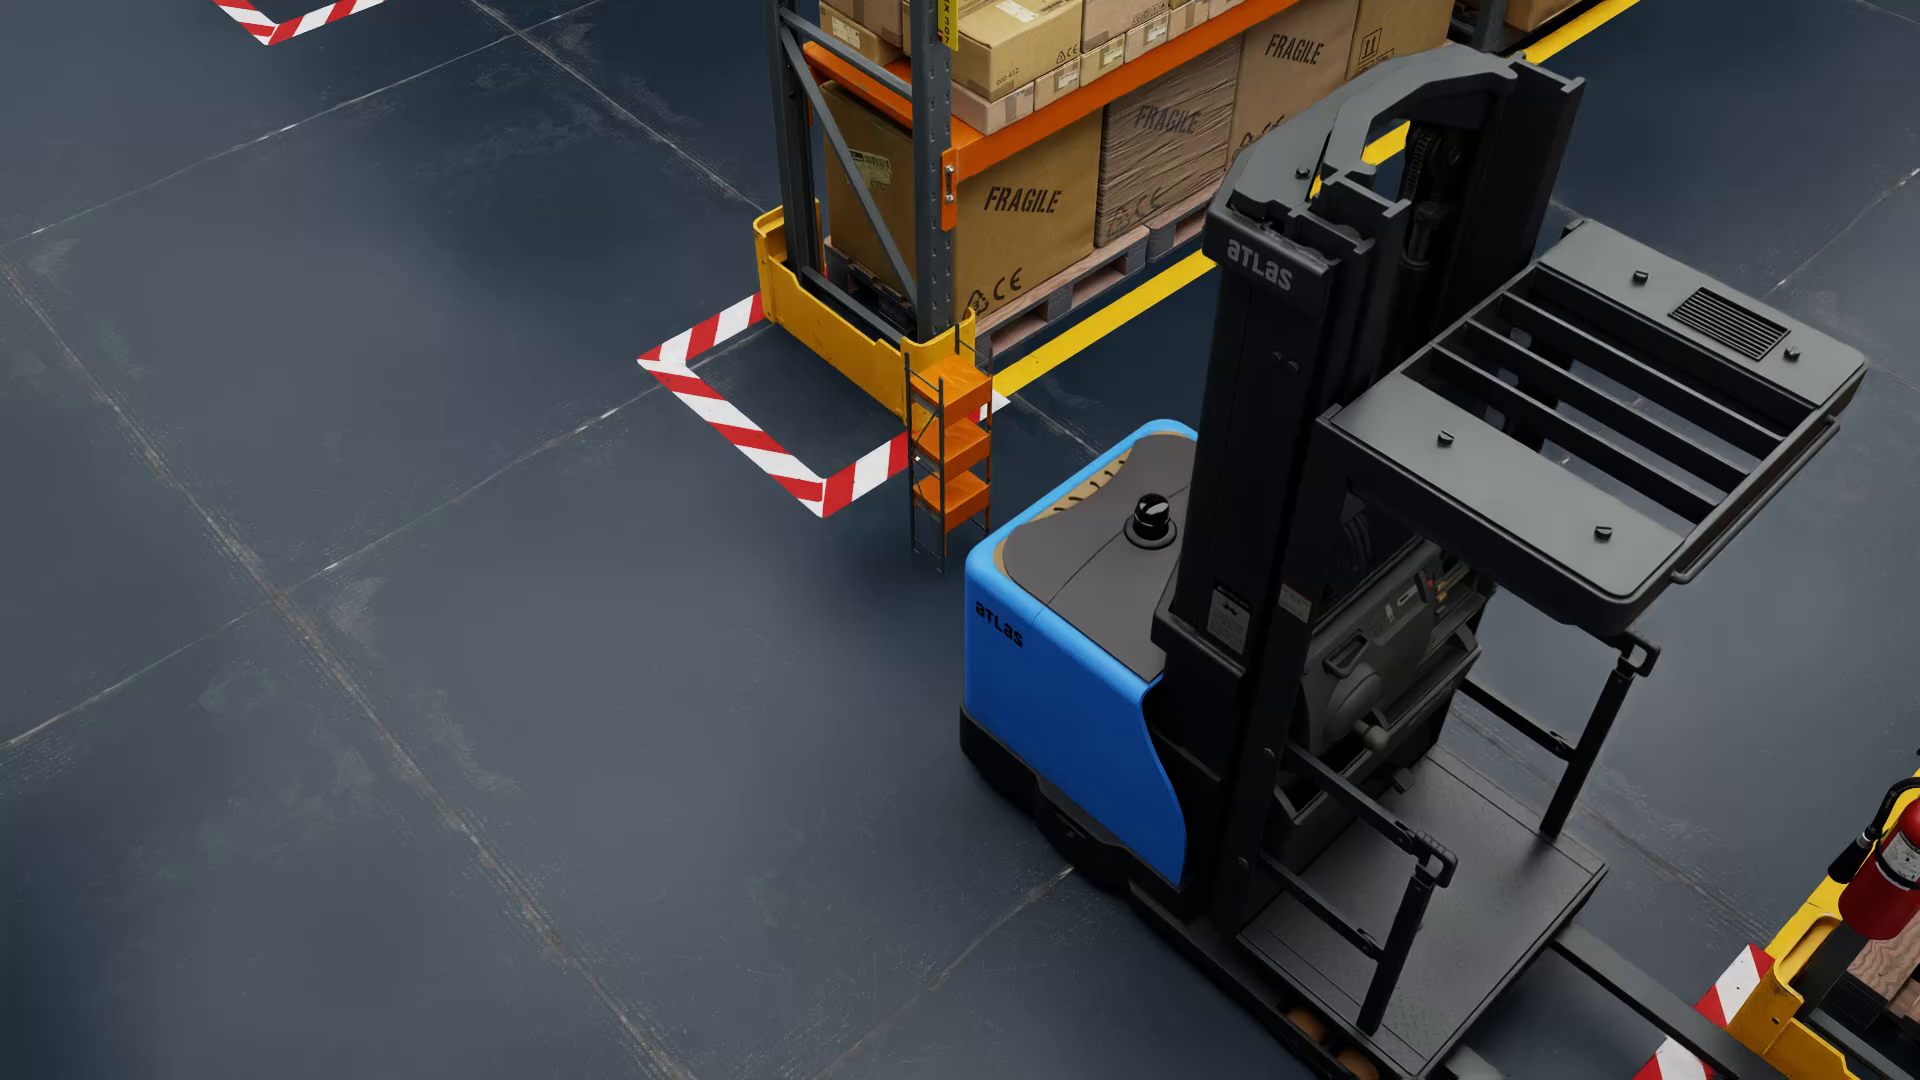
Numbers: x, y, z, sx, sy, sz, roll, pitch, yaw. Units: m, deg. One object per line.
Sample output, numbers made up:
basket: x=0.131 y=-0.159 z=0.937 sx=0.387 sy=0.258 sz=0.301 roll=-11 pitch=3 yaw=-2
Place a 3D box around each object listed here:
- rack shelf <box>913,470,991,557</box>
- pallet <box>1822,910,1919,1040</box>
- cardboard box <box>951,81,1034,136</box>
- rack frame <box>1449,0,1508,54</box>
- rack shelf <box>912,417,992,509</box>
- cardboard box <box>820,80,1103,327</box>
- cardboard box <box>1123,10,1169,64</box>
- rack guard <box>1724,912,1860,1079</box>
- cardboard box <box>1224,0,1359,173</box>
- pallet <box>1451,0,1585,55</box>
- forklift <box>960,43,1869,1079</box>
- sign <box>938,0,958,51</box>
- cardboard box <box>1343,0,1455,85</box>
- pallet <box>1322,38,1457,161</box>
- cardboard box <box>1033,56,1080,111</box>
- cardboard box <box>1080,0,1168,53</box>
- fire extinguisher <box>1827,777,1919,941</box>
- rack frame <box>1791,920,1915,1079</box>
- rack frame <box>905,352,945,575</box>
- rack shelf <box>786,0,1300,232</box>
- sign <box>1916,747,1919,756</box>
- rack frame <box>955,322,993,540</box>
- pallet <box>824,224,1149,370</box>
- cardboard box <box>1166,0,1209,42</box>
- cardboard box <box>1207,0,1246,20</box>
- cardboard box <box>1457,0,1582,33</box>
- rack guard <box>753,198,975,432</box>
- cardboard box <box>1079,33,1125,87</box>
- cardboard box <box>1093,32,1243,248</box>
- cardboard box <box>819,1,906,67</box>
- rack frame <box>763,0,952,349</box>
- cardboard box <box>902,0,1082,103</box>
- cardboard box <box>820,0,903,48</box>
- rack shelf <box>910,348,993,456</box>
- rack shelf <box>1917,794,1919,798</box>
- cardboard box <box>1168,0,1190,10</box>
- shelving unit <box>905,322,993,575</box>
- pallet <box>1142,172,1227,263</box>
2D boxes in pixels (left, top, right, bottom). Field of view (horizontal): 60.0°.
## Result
rack shelf: x=-0.040 y=-0.134 z=6.605 sx=0.240 sy=0.259 sz=0.215 roll=-34 pitch=56 yaw=-27
pallet: x=3.556 y=1.380 z=5.386 sx=1.213 sy=0.211 sz=1.003 roll=-34 pitch=56 yaw=-27
cardboard box: x=0.073 y=-1.783 z=6.578 sx=0.250 sy=0.149 sz=0.380 roll=-33 pitch=55 yaw=-27
rack frame: x=2.547 y=-3.850 z=8.314 sx=0.127 sy=3.000 sz=1.000 roll=-34 pitch=56 yaw=-27
rack shelf: x=-0.040 y=-0.322 z=6.401 sx=0.240 sy=0.259 sz=0.215 roll=-34 pitch=56 yaw=-27
cardboard box: x=0.008 y=-1.654 z=7.448 sx=0.875 sy=0.875 sz=0.875 roll=-34 pitch=56 yaw=-27
cardboard box: x=0.643 y=-2.167 z=6.932 sx=0.250 sy=0.149 sz=0.380 roll=-35 pitch=56 yaw=-28
rack guard: x=2.911 y=1.688 z=4.906 sx=0.348 sy=0.500 sz=1.175 roll=-34 pitch=56 yaw=-27
cardboard box: x=1.339 y=-2.544 z=8.269 sx=0.875 sy=0.875 sz=0.875 roll=-34 pitch=56 yaw=-27
pallet: x=3.068 y=-3.326 z=9.729 sx=1.213 sy=0.211 sz=1.003 roll=-34 pitch=56 yaw=-27
forklift: x=1.385 y=0.315 z=4.518 sx=1.130 sy=2.935 sz=3.031 roll=-35 pitch=56 yaw=-28
sign: x=-0.043 y=-1.887 z=5.861 sx=0.005 sy=0.325 sz=0.100 roll=-34 pitch=56 yaw=-27
cardboard box: x=2.005 y=-2.989 z=8.680 sx=0.875 sy=0.875 sz=0.875 roll=-34 pitch=56 yaw=-27
pallet: x=1.932 y=-2.570 z=9.031 sx=1.213 sy=0.211 sz=1.003 roll=-34 pitch=56 yaw=-27
cardboard box: x=0.261 y=-1.910 z=6.696 sx=0.250 sy=0.149 sz=0.380 roll=-35 pitch=56 yaw=-28
cardboard box: x=0.505 y=-2.273 z=6.759 sx=0.500 sy=0.250 sz=0.500 roll=-34 pitch=56 yaw=-28
fire extinguisher: x=2.503 y=0.802 z=4.329 sx=0.183 sy=0.674 sz=0.296 roll=-34 pitch=56 yaw=-27
rack frame: x=2.920 y=0.821 z=4.004 sx=0.127 sy=3.000 sz=1.000 roll=-34 pitch=56 yaw=-27
rack frame: x=-0.130 y=-0.269 z=6.337 sx=0.008 sy=1.050 sz=0.200 roll=-34 pitch=56 yaw=-27
rack shelf: x=1.068 y=-2.617 z=7.666 sx=4.000 sy=0.370 sz=1.077 roll=-34 pitch=56 yaw=-27
sign: x=2.538 y=0.475 z=4.213 sx=0.005 sy=0.325 sz=0.100 roll=-34 pitch=56 yaw=-27
rack frame: x=0.051 y=-0.390 z=6.449 sx=0.008 sy=1.050 sz=0.200 roll=-34 pitch=56 yaw=-27
pallet: x=0.127 y=-1.364 z=7.918 sx=1.213 sy=0.211 sz=1.003 roll=-34 pitch=56 yaw=-27
cardboard box: x=0.832 y=-2.292 z=7.048 sx=0.250 sy=0.149 sz=0.380 roll=-35 pitch=56 yaw=-28
cardboard box: x=1.022 y=-2.420 z=7.166 sx=0.250 sy=0.149 sz=0.380 roll=-34 pitch=56 yaw=-27
cardboard box: x=3.008 y=-3.599 z=9.243 sx=0.875 sy=0.875 sz=1.225 roll=-34 pitch=56 yaw=-27
rack guard: x=-0.430 y=-1.012 z=7.397 sx=0.348 sy=0.500 sz=1.175 roll=-34 pitch=56 yaw=-27
cardboard box: x=0.451 y=-2.037 z=6.813 sx=0.250 sy=0.149 sz=0.380 roll=-35 pitch=56 yaw=-28
cardboard box: x=0.681 y=-2.104 z=7.863 sx=0.875 sy=0.875 sz=0.875 roll=-34 pitch=56 yaw=-27
cardboard box: x=-0.370 y=-2.142 z=6.909 sx=0.250 sy=0.149 sz=0.380 roll=-33 pitch=55 yaw=-27
rack frame: x=-0.412 y=-1.872 z=6.489 sx=0.127 sy=3.000 sz=1.000 roll=-34 pitch=56 yaw=-27
cardboard box: x=0.125 y=-2.012 z=6.519 sx=0.500 sy=0.250 sz=0.500 roll=-35 pitch=56 yaw=-28
cardboard box: x=-0.232 y=-2.306 z=6.789 sx=0.500 sy=0.250 sz=0.500 roll=-35 pitch=56 yaw=-28
rack shelf: x=-0.040 y=-0.515 z=6.192 sx=0.240 sy=0.259 sz=0.215 roll=-34 pitch=56 yaw=-27
rack shelf: x=4.400 y=0.077 z=5.181 sx=4.000 sy=0.370 sz=1.077 roll=-34 pitch=56 yaw=-27
cardboard box: x=0.879 y=-2.519 z=6.987 sx=0.500 sy=0.250 sz=0.500 roll=-36 pitch=57 yaw=-28
shelving unit: x=-0.040 y=-0.330 z=6.393 sx=0.252 sy=1.050 sz=0.215 roll=-34 pitch=56 yaw=-27
pallet: x=1.029 y=-1.964 z=8.472 sx=1.213 sy=0.211 sz=1.003 roll=-34 pitch=56 yaw=-27
